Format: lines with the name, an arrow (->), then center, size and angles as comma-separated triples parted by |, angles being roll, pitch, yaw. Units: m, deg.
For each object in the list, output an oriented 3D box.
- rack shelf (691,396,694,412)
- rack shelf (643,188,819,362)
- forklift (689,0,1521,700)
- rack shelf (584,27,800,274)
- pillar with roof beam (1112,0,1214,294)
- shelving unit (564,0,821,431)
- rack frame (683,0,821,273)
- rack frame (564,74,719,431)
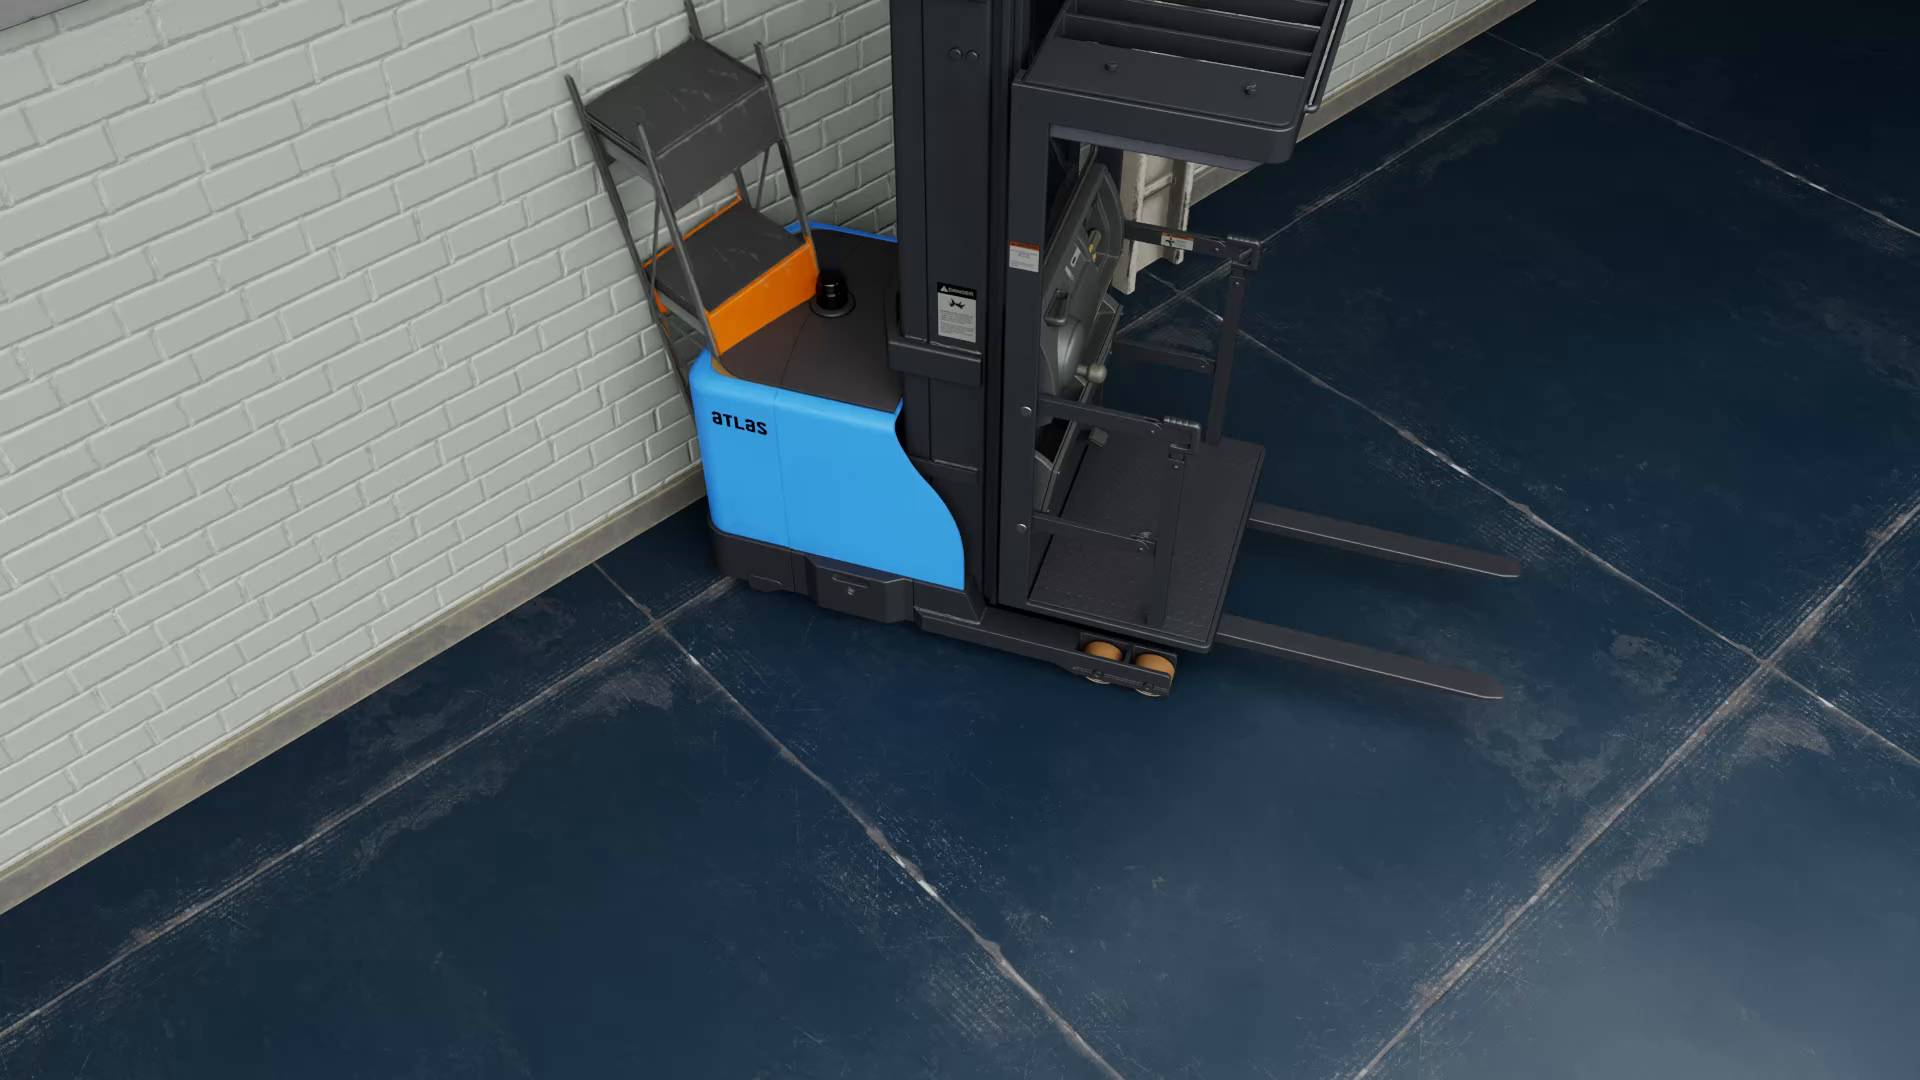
rack shelf -> -0.728, -0.457, 6.645 | 0.480, 0.518, 0.431 | -40, 58, -21
rack shelf -> -0.811, -0.877, 6.091 | 0.480, 0.518, 0.431 | -40, 58, -21
forklift -> 0.600, -0.852, 5.542 | 3.031, 2.935, 1.130 | 13, 49, 12
rack shelf -> -0.894, -1.297, 5.537 | 0.480, 0.518, 0.431 | -40, 58, -21
pillar with roof beam -> 3.723, -2.043, 2.512 | 0.400, 9.000, 9.100 | -34, 56, -27
shelving unit -> -0.813, -0.885, 6.081 | 0.503, 2.100, 0.431 | -40, 58, -21
rack frame -> -0.638, -1.032, 6.166 | 0.015, 2.100, 0.400 | -40, 58, -21
rack frame -> -0.987, -0.738, 5.995 | 0.015, 2.100, 0.400 | -40, 58, -21
